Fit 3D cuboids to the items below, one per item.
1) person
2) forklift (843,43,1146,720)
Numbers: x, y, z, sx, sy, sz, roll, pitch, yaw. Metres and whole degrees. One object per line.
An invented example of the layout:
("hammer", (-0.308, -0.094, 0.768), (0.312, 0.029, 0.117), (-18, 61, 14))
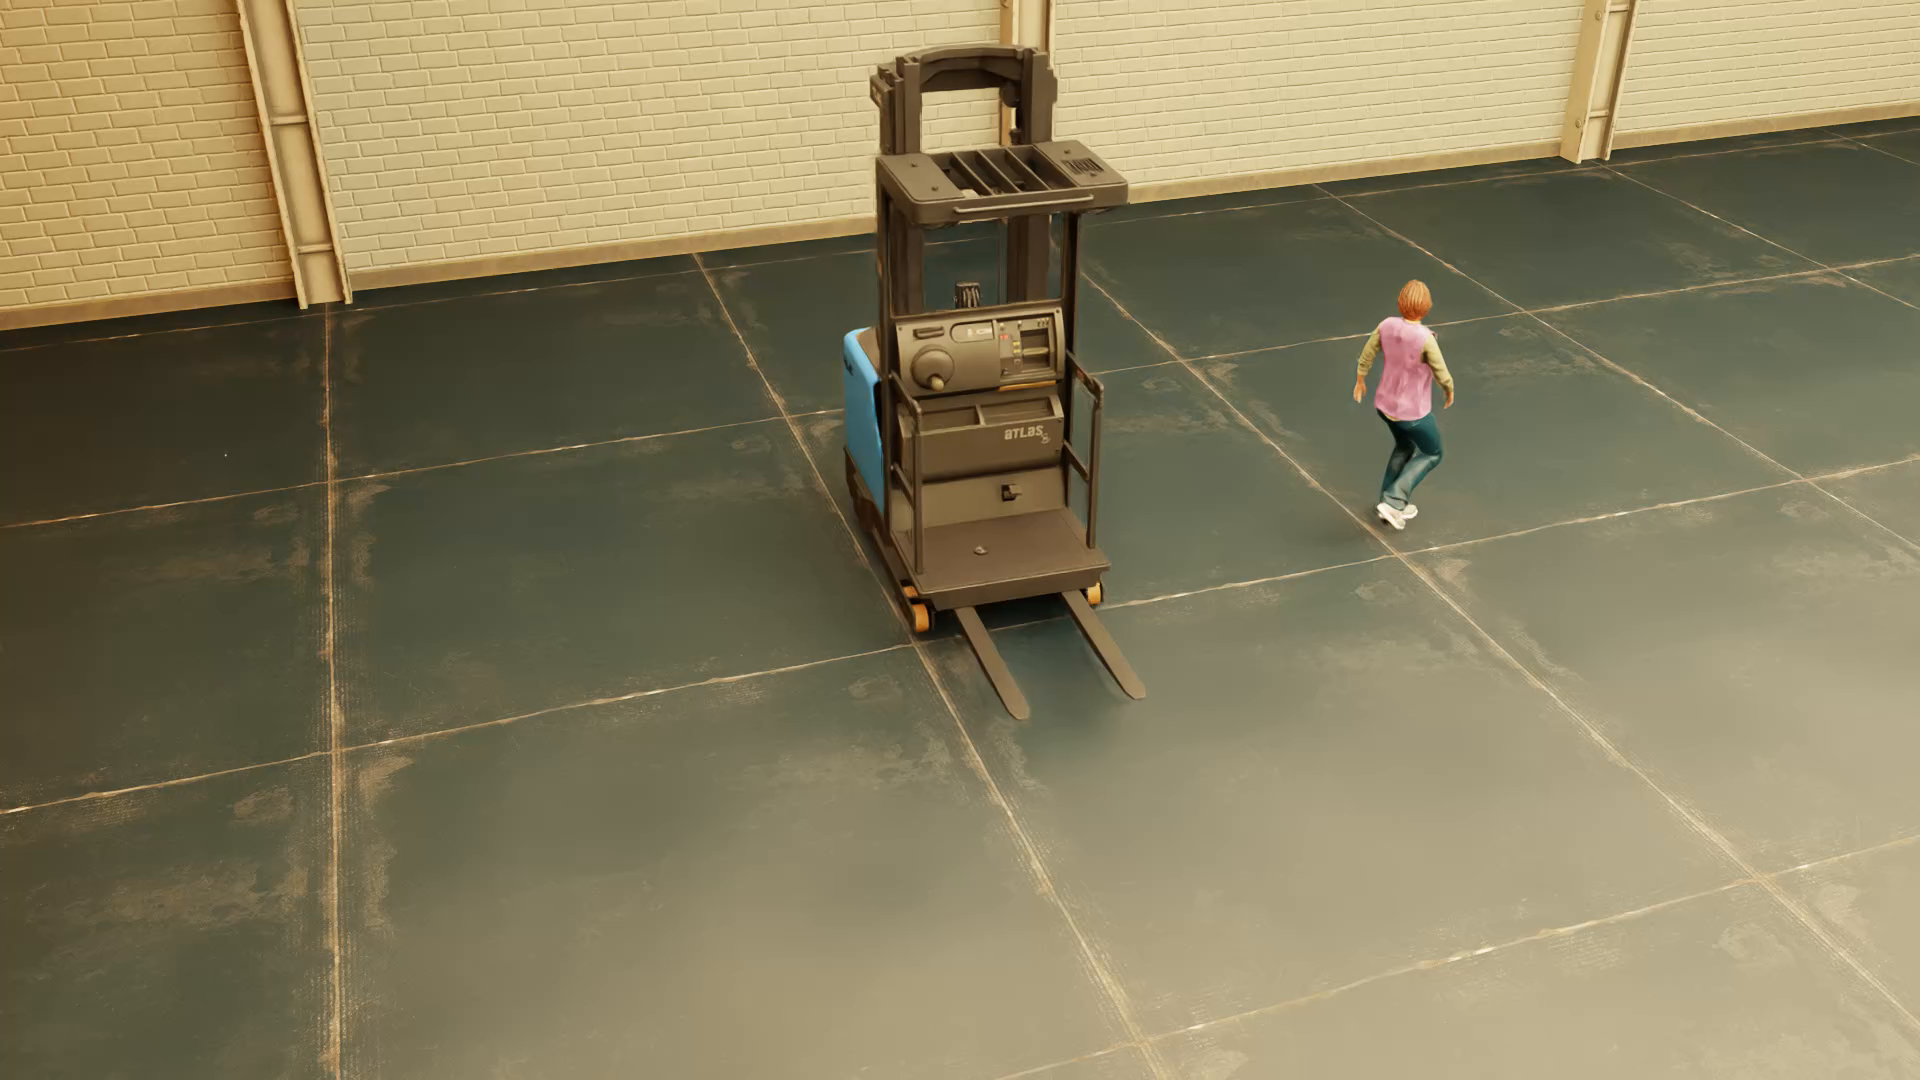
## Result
("person", (2.636, -0.806, 9.881), (0.480, 1.553, 0.623), (-16, 33, -25))
("forklift", (0.176, -0.978, 8.786), (1.130, 2.935, 3.031), (-8, 31, -14))
